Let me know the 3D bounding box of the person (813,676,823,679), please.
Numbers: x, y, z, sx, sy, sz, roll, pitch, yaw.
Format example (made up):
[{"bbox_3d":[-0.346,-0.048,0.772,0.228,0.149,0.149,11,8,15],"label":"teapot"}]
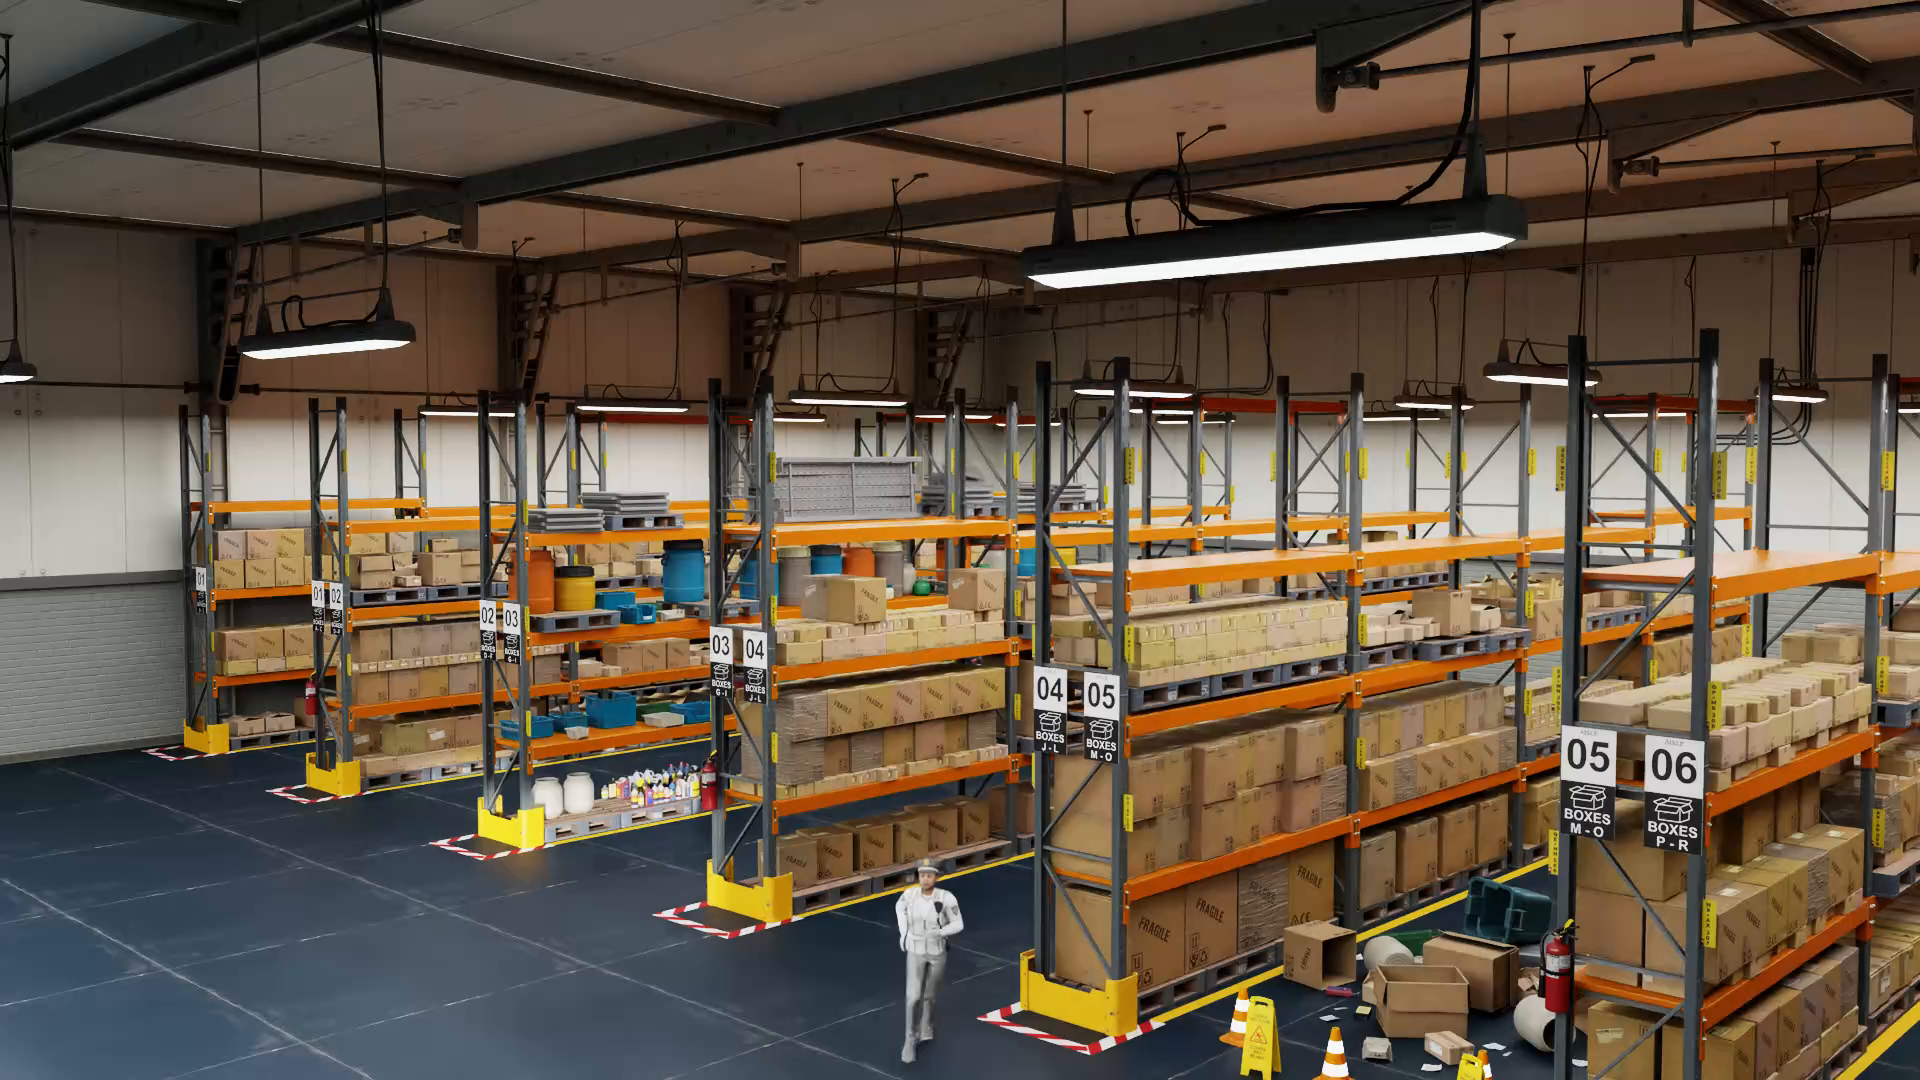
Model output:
[{"bbox_3d":[-2.422,2.786,29.086,0.635,1.770,0.756,2,4,37],"label":"person"}]

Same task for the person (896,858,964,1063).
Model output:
[{"bbox_3d":[-0.266,3.572,14.294,0.598,1.743,0.683,0,3,2],"label":"person"}]

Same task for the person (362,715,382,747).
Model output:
[{"bbox_3d":[-9.840,2.888,27.835,0.560,1.613,0.581,2,4,34],"label":"person"}]
